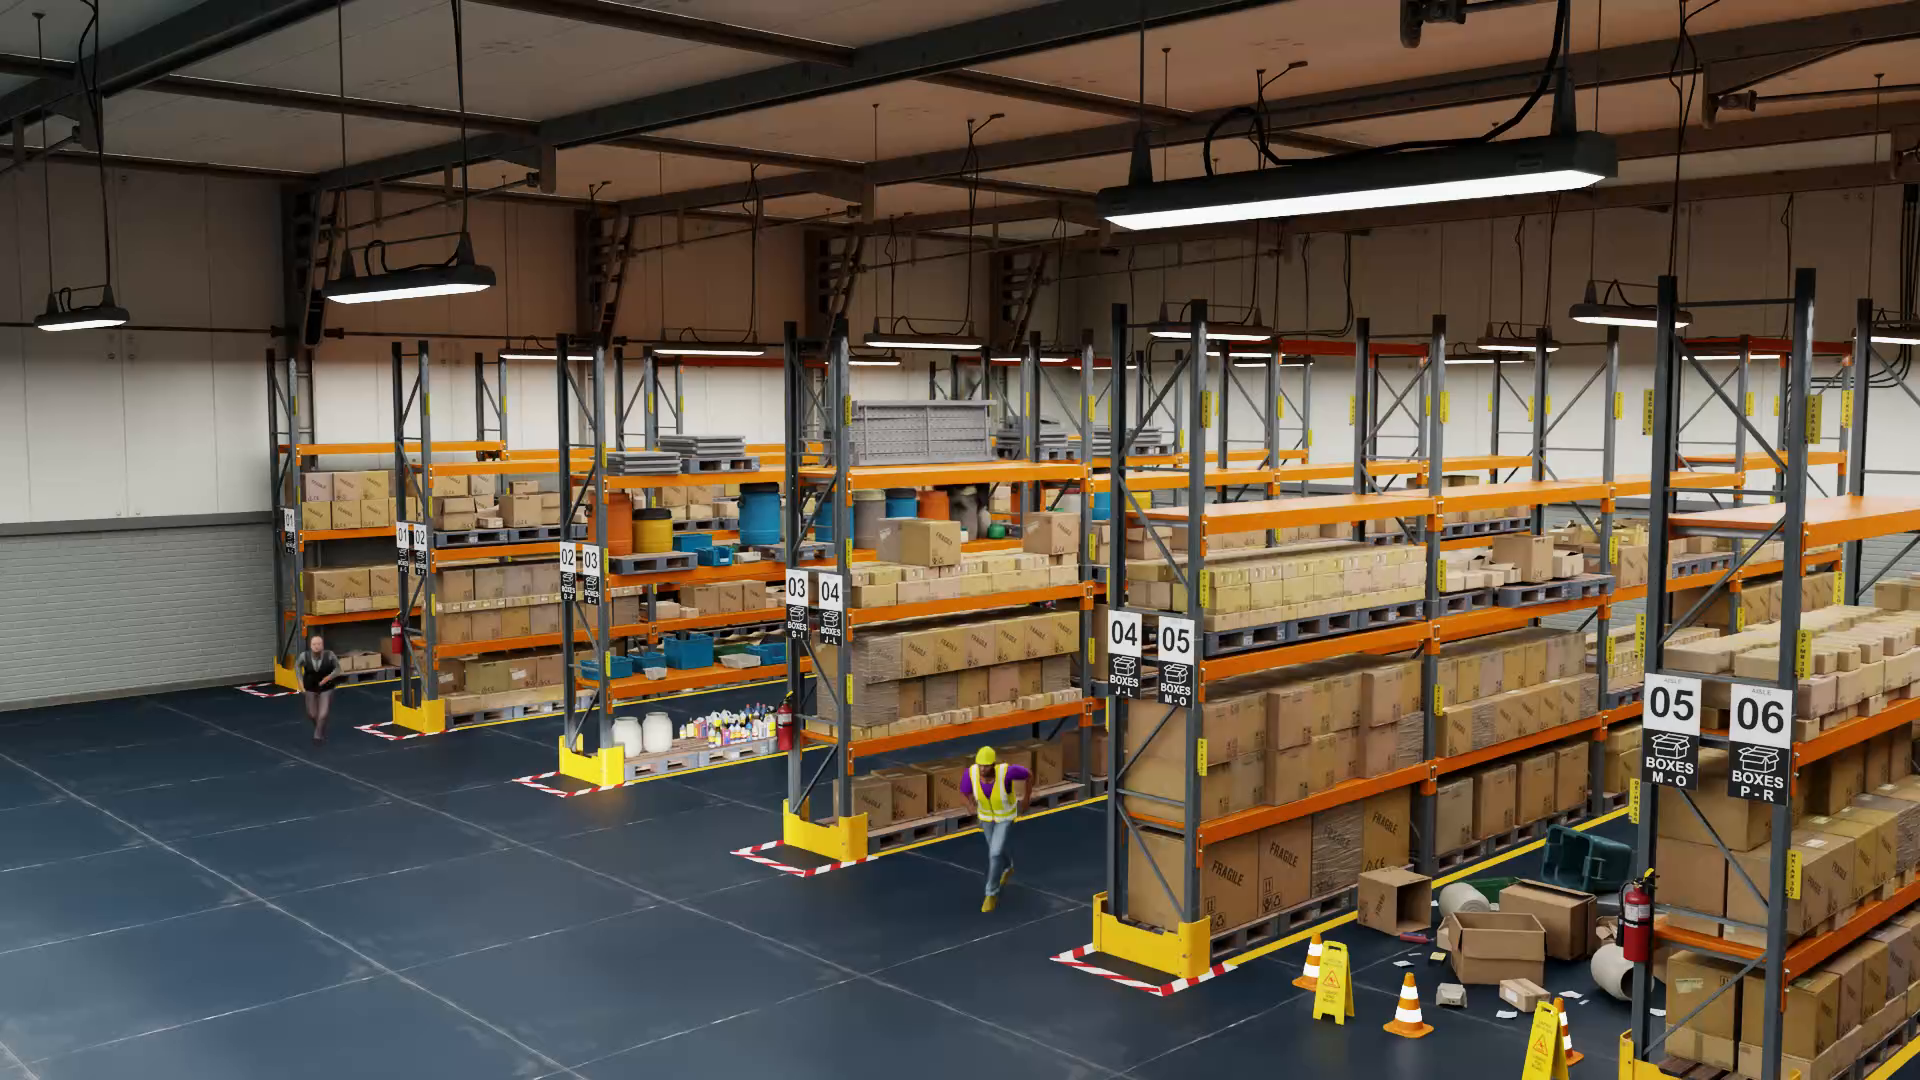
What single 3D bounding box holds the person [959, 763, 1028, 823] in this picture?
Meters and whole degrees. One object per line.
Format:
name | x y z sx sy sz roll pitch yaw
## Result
person | 0.351 2.551 16.871 0.705 0.643 0.482 2 5 18
